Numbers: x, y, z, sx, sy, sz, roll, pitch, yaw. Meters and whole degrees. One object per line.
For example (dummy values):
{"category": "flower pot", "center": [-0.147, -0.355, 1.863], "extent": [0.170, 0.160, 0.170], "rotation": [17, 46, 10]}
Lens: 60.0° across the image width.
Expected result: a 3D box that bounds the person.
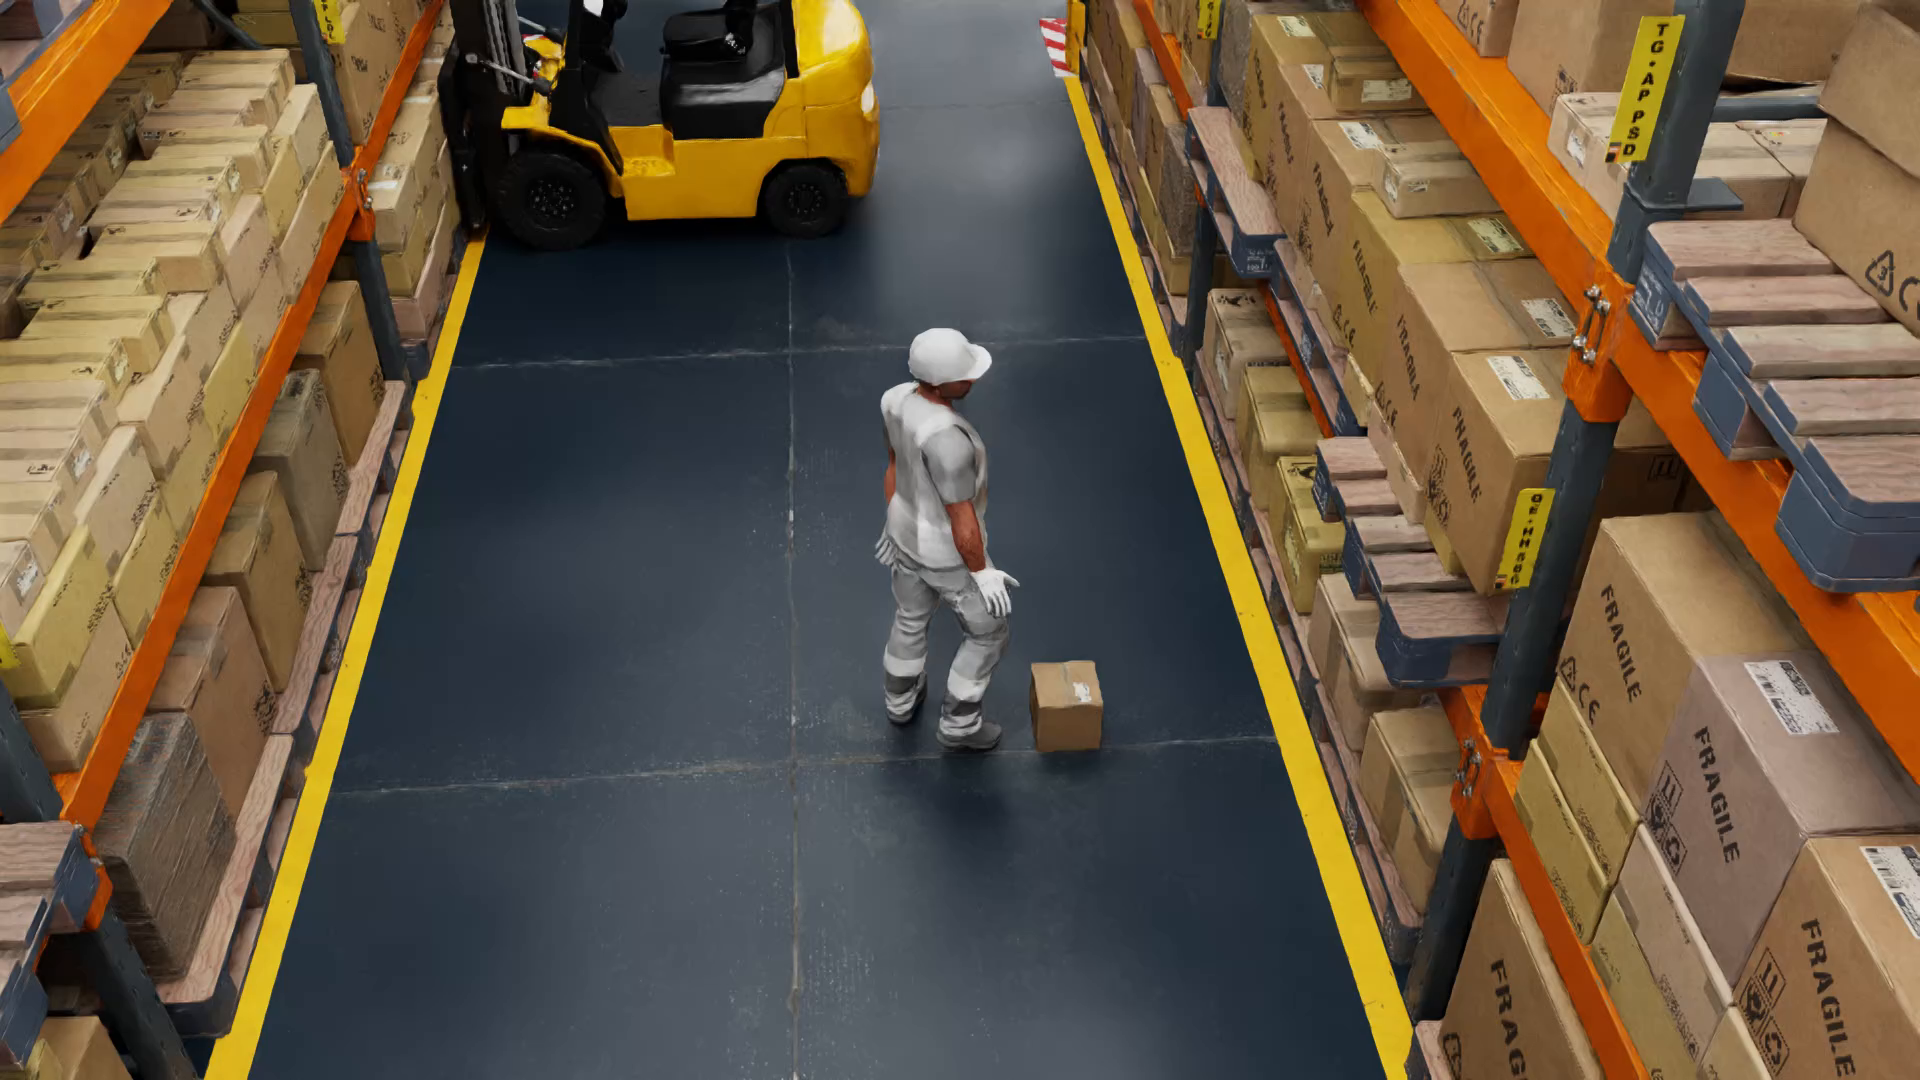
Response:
{"category": "person", "center": [-0.059, 0.045, 6.041], "extent": [0.379, 1.804, 0.671], "rotation": [-20, 43, -23]}
